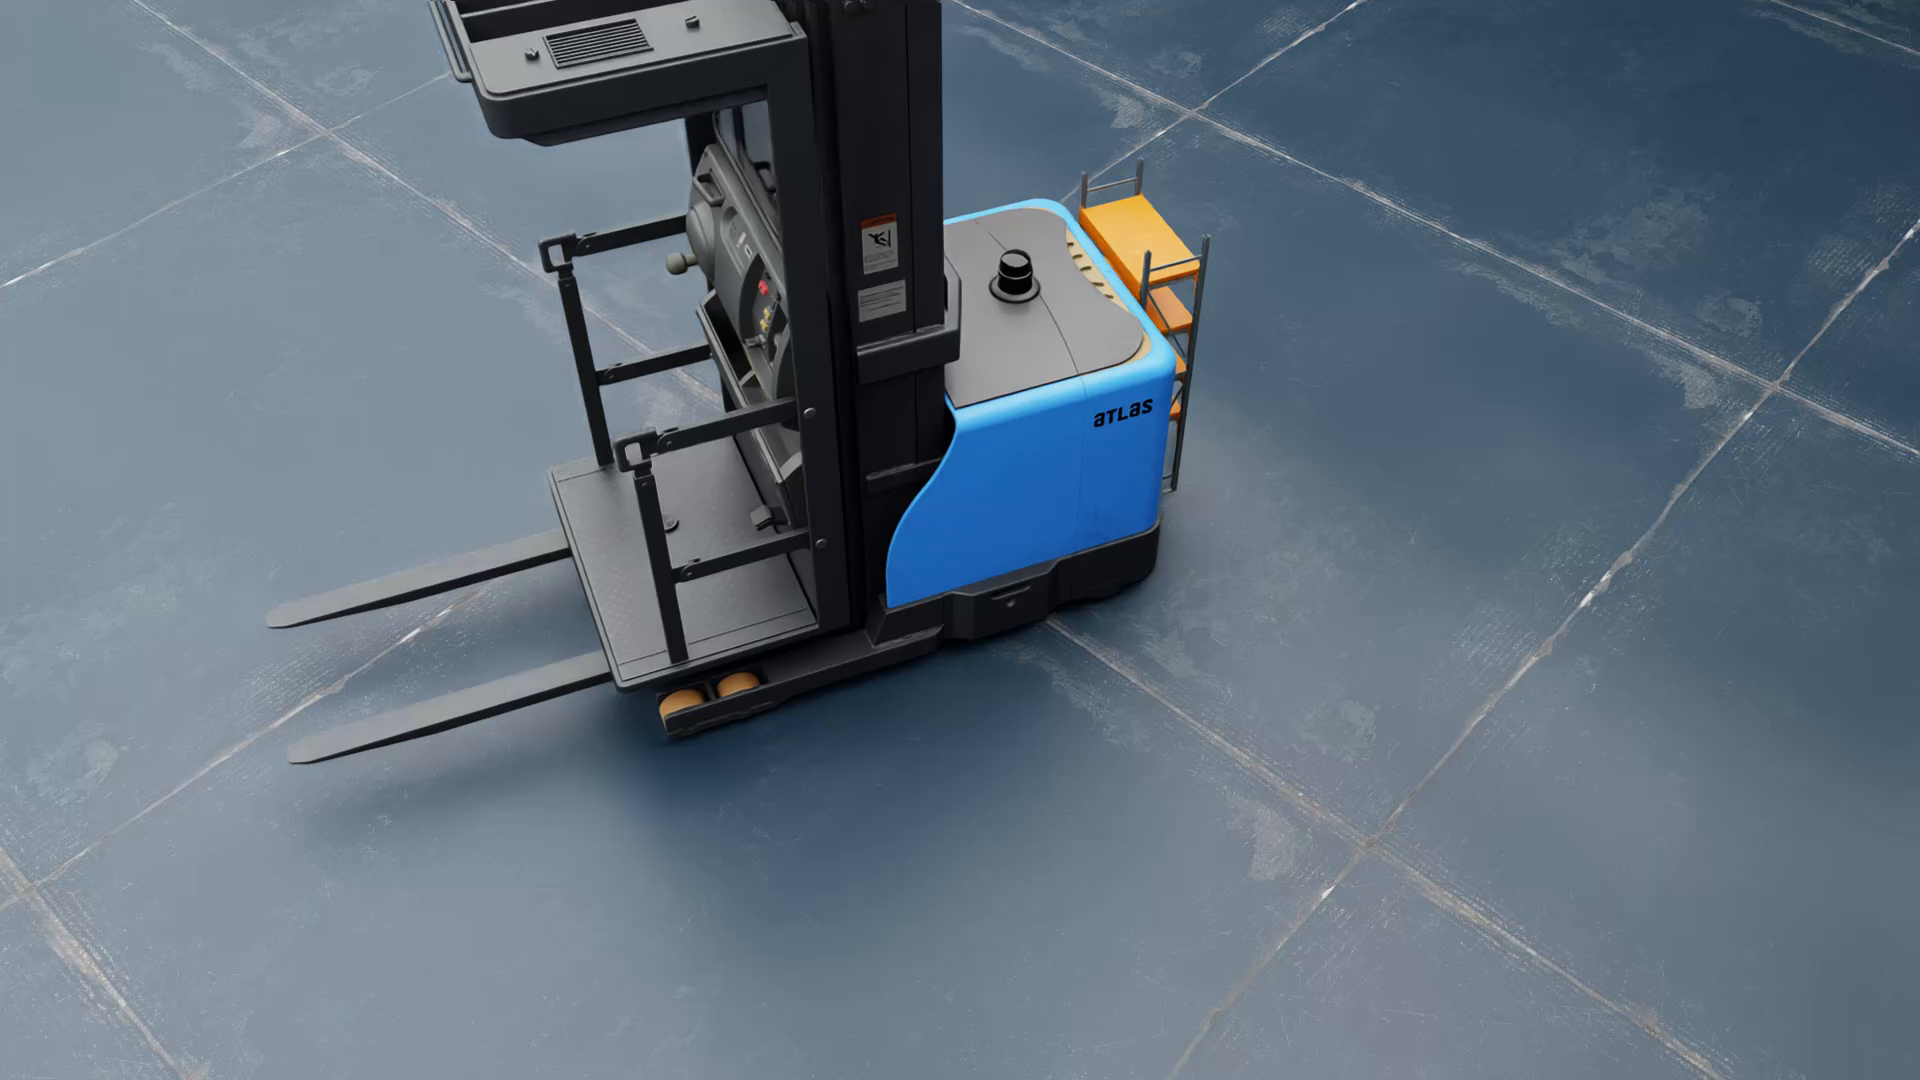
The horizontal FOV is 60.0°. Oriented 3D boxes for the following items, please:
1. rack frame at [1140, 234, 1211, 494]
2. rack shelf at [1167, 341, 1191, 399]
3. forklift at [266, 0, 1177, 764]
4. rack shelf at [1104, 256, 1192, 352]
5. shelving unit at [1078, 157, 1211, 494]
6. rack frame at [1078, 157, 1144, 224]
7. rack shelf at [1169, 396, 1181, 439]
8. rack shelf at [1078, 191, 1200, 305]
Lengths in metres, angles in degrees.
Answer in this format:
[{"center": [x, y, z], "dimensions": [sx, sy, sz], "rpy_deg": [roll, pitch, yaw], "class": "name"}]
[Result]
[{"center": [0.724, -0.575, 5.967], "dimensions": [0.240, 1.200, 0.015], "rpy_deg": [-17, 49, -15], "class": "rack frame"}, {"center": [0.631, -0.693, 6.170], "dimensions": [0.258, 0.148, 0.480], "rpy_deg": [-17, 49, -15], "class": "rack shelf"}, {"center": [-0.853, -0.780, 4.972], "dimensions": [3.031, 2.935, 1.130], "rpy_deg": [-16, 49, -15], "class": "forklift"}, {"center": [0.631, -0.846, 6.007], "dimensions": [0.258, 0.148, 0.480], "rpy_deg": [-17, 49, -15], "class": "rack shelf"}, {"center": [0.631, -0.739, 6.121], "dimensions": [0.258, 1.200, 0.503], "rpy_deg": [-17, 49, -15], "class": "shelving unit"}, {"center": [0.537, -0.904, 6.275], "dimensions": [0.240, 1.200, 0.015], "rpy_deg": [-17, 49, -15], "class": "rack frame"}, {"center": [0.631, -0.557, 6.315], "dimensions": [0.258, 0.148, 0.480], "rpy_deg": [-17, 49, -15], "class": "rack shelf"}, {"center": [0.631, -1.008, 5.835], "dimensions": [0.258, 0.148, 0.480], "rpy_deg": [-17, 49, -15], "class": "rack shelf"}]
